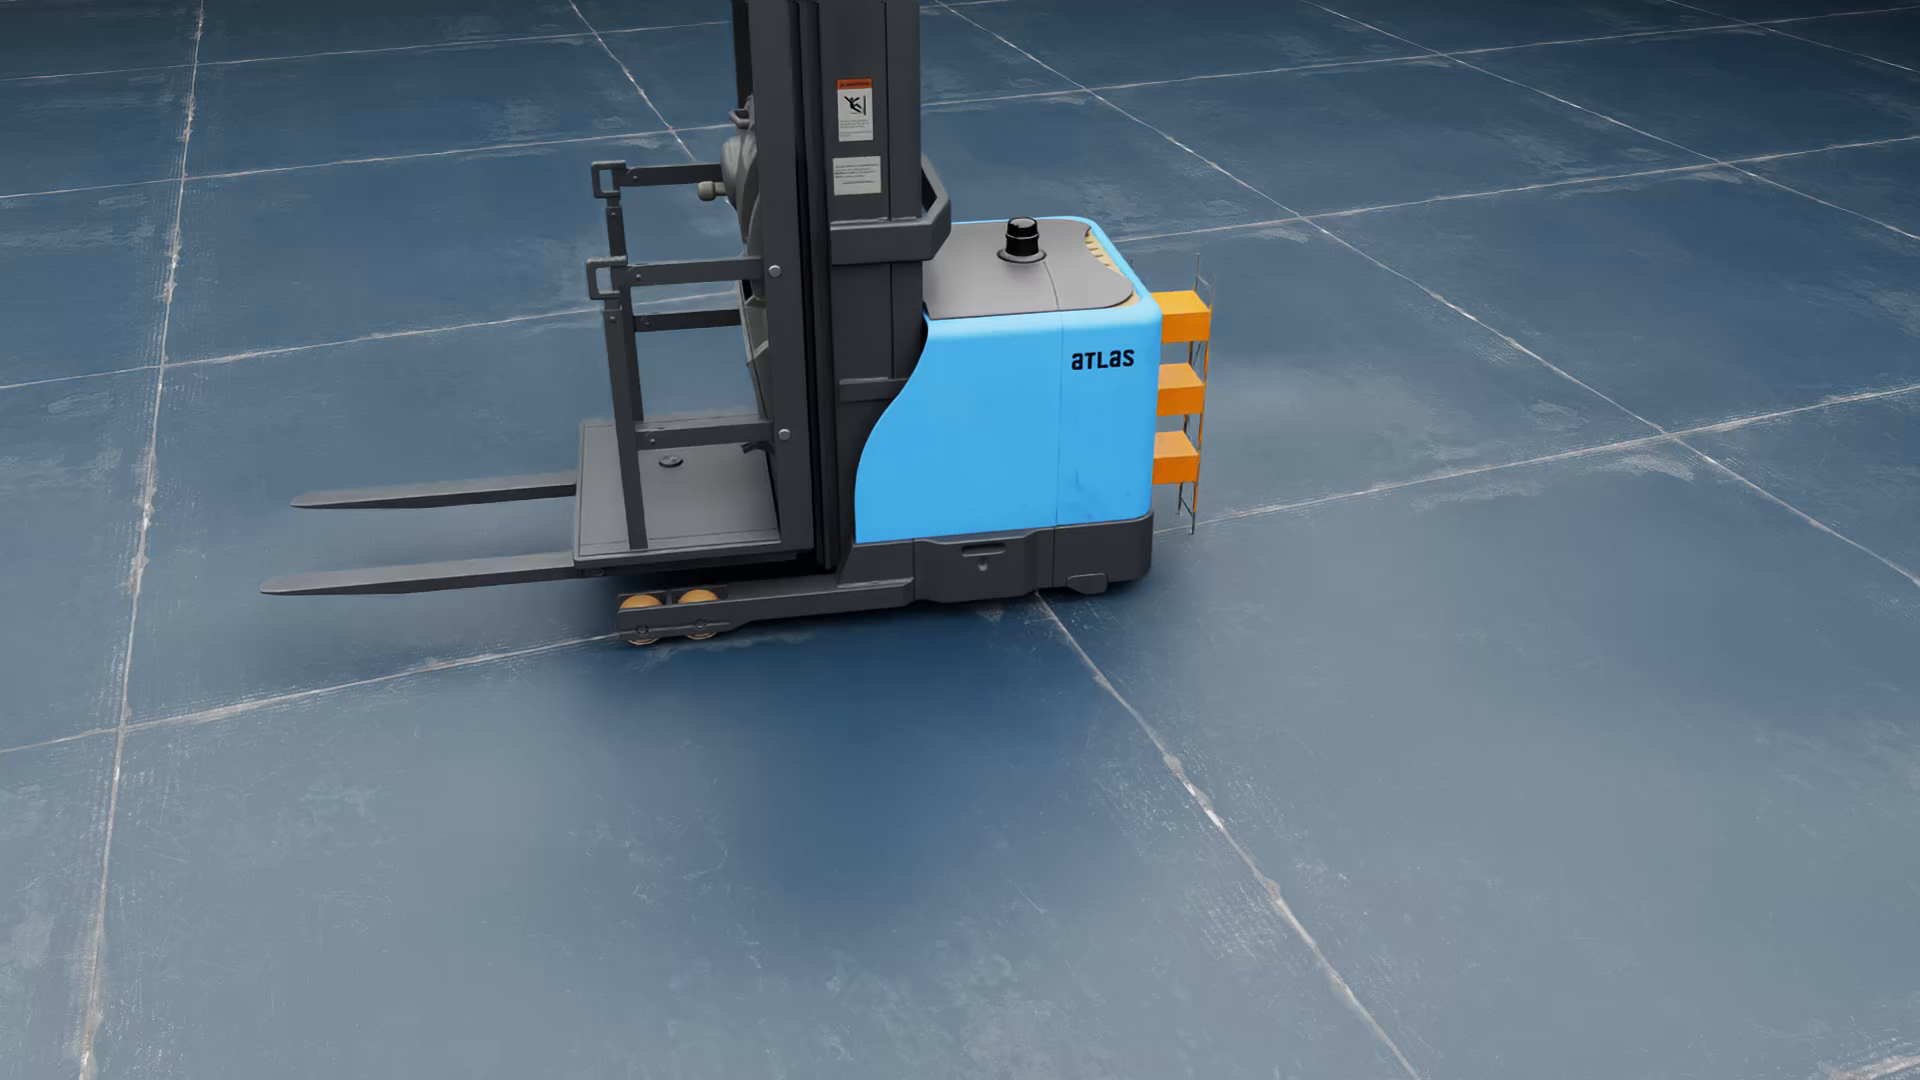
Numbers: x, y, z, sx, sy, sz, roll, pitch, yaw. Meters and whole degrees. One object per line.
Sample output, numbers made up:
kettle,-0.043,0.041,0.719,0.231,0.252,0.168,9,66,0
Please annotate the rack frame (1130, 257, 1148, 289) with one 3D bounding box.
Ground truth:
rack frame,0.624,-0.496,6.060,0.008,1.050,0.200,-5,30,-9

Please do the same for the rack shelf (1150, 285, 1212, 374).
rack shelf,0.744,-0.744,5.944,0.240,0.259,0.215,-5,30,-9

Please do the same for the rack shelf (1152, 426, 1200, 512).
rack shelf,0.744,-0.256,6.222,0.240,0.259,0.215,-5,30,-9

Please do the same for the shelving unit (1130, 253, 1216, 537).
shelving unit,0.744,-0.507,6.079,0.252,1.050,0.215,-5,30,-9

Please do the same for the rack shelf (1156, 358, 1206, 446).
rack shelf,0.744,-0.498,6.084,0.240,0.259,0.215,-5,30,-9

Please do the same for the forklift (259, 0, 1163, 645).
forklift,-0.885,-1.202,5.399,3.031,2.935,1.130,-5,30,-9

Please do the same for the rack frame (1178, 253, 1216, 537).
rack frame,0.864,-0.517,6.097,0.008,1.050,0.200,-5,30,-9
